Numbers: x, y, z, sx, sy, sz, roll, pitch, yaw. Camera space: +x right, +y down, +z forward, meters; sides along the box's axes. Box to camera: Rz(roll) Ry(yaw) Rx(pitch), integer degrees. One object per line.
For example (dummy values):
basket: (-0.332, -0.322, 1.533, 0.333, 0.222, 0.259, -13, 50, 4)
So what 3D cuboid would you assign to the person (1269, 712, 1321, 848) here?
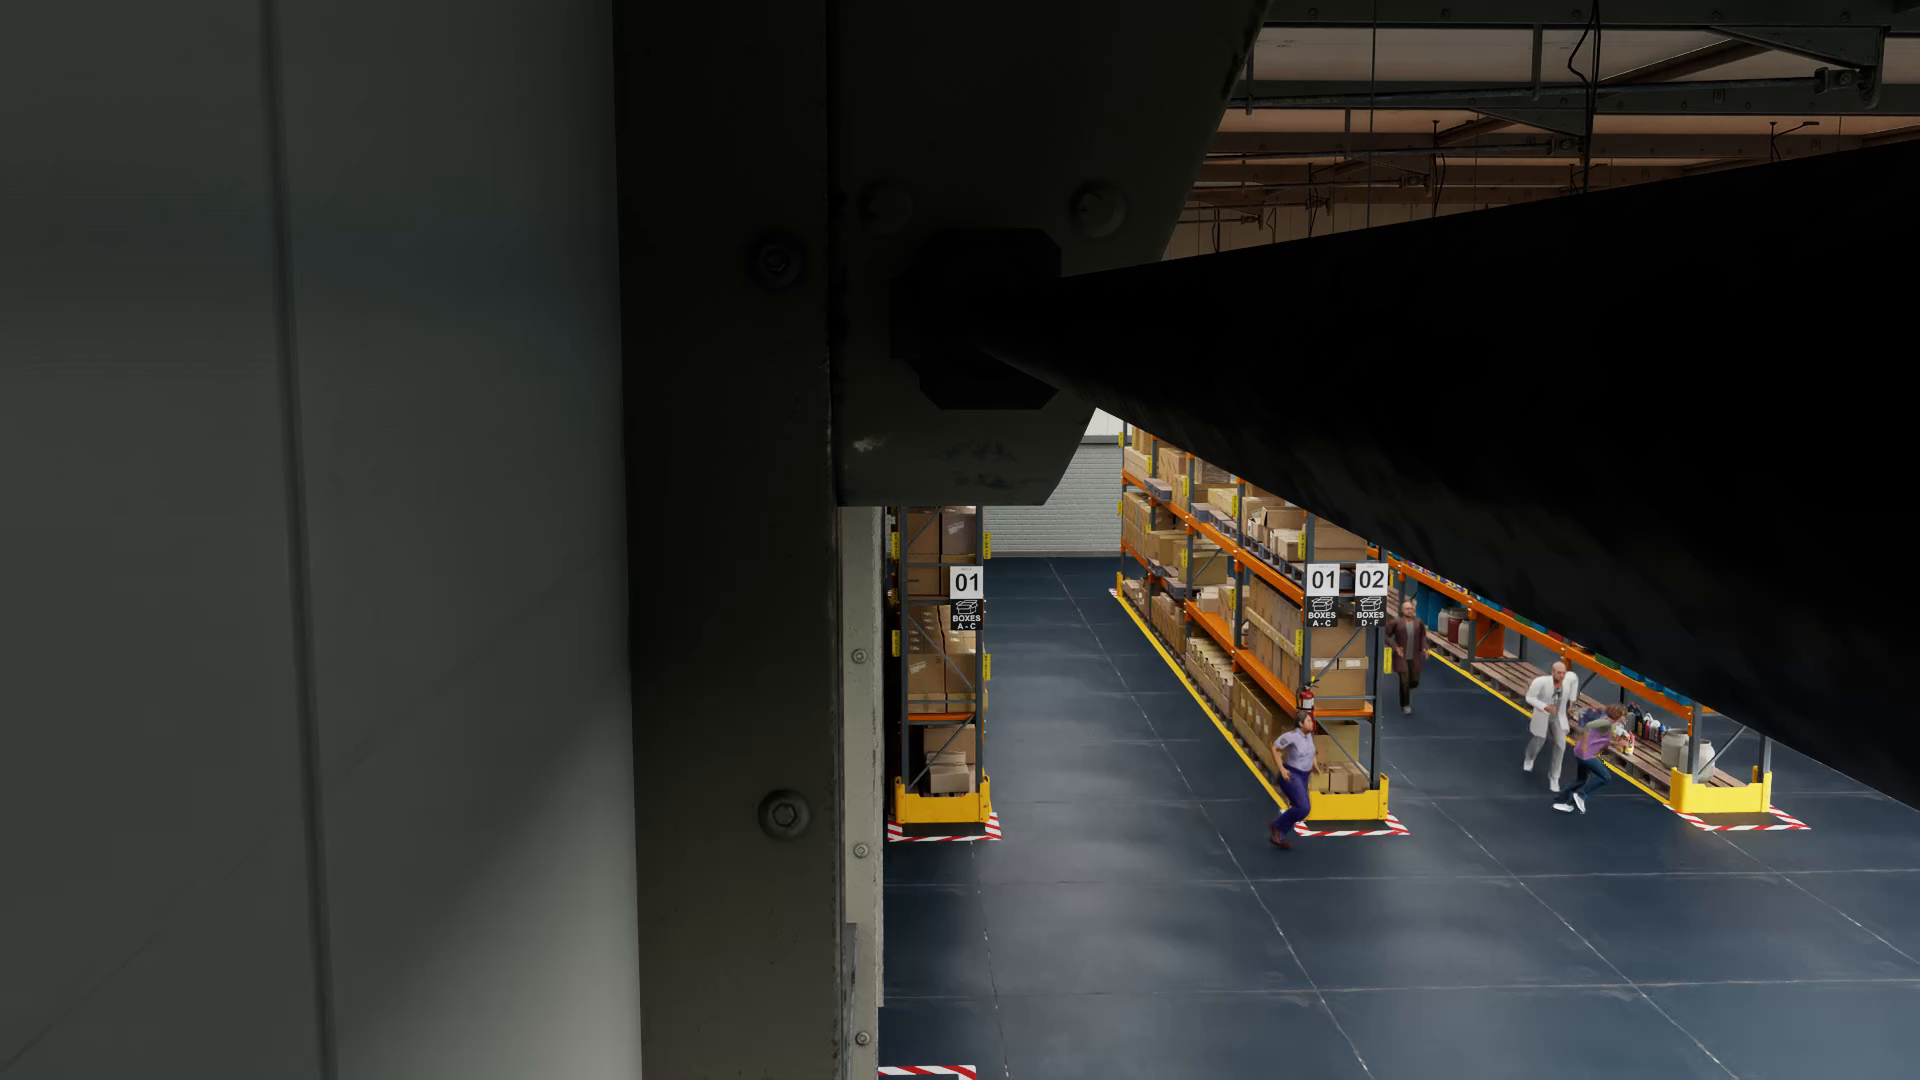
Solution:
person: (3.966, 2.814, 19.539, 0.538, 1.581, 0.670, 6, 10, 38)

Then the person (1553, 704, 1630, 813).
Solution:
person: (7.838, 2.723, 20.636, 0.864, 1.435, 0.569, 4, 9, 24)

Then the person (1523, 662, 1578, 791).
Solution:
person: (7.829, 2.413, 22.194, 0.750, 1.764, 1.064, 0, 8, -2)

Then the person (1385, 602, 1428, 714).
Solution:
person: (6.988, 1.807, 26.096, 0.712, 1.702, 0.642, 0, 8, -3)
